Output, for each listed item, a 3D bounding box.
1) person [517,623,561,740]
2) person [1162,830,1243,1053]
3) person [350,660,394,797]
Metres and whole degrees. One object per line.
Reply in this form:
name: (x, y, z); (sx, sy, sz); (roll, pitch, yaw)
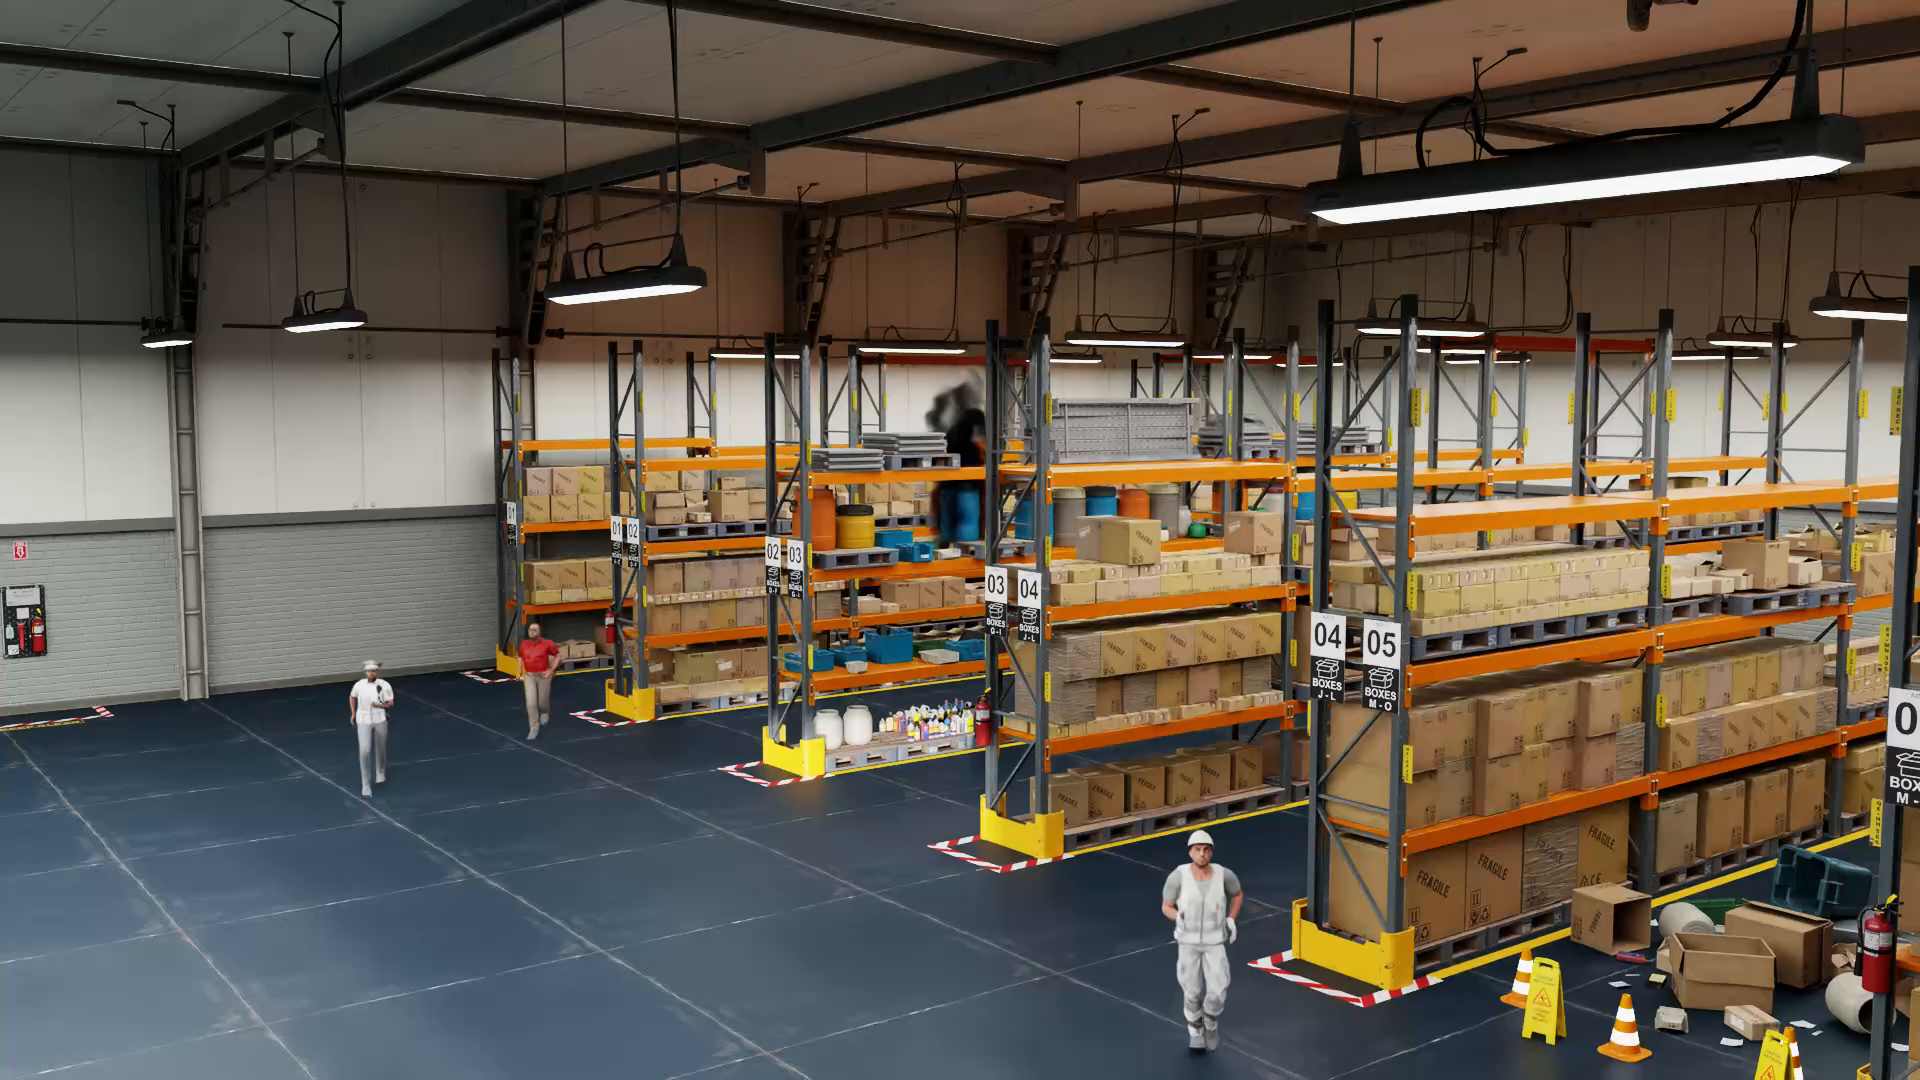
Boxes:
person: (-6.377, 2.112, 25.186); (0.668, 1.731, 0.746); (0, 5, 1)
person: (1.888, 3.146, 12.912); (0.639, 1.759, 0.612); (0, 5, 5)
person: (-7.653, 2.419, 21.659); (0.549, 1.755, 0.755); (-2, 5, -19)
